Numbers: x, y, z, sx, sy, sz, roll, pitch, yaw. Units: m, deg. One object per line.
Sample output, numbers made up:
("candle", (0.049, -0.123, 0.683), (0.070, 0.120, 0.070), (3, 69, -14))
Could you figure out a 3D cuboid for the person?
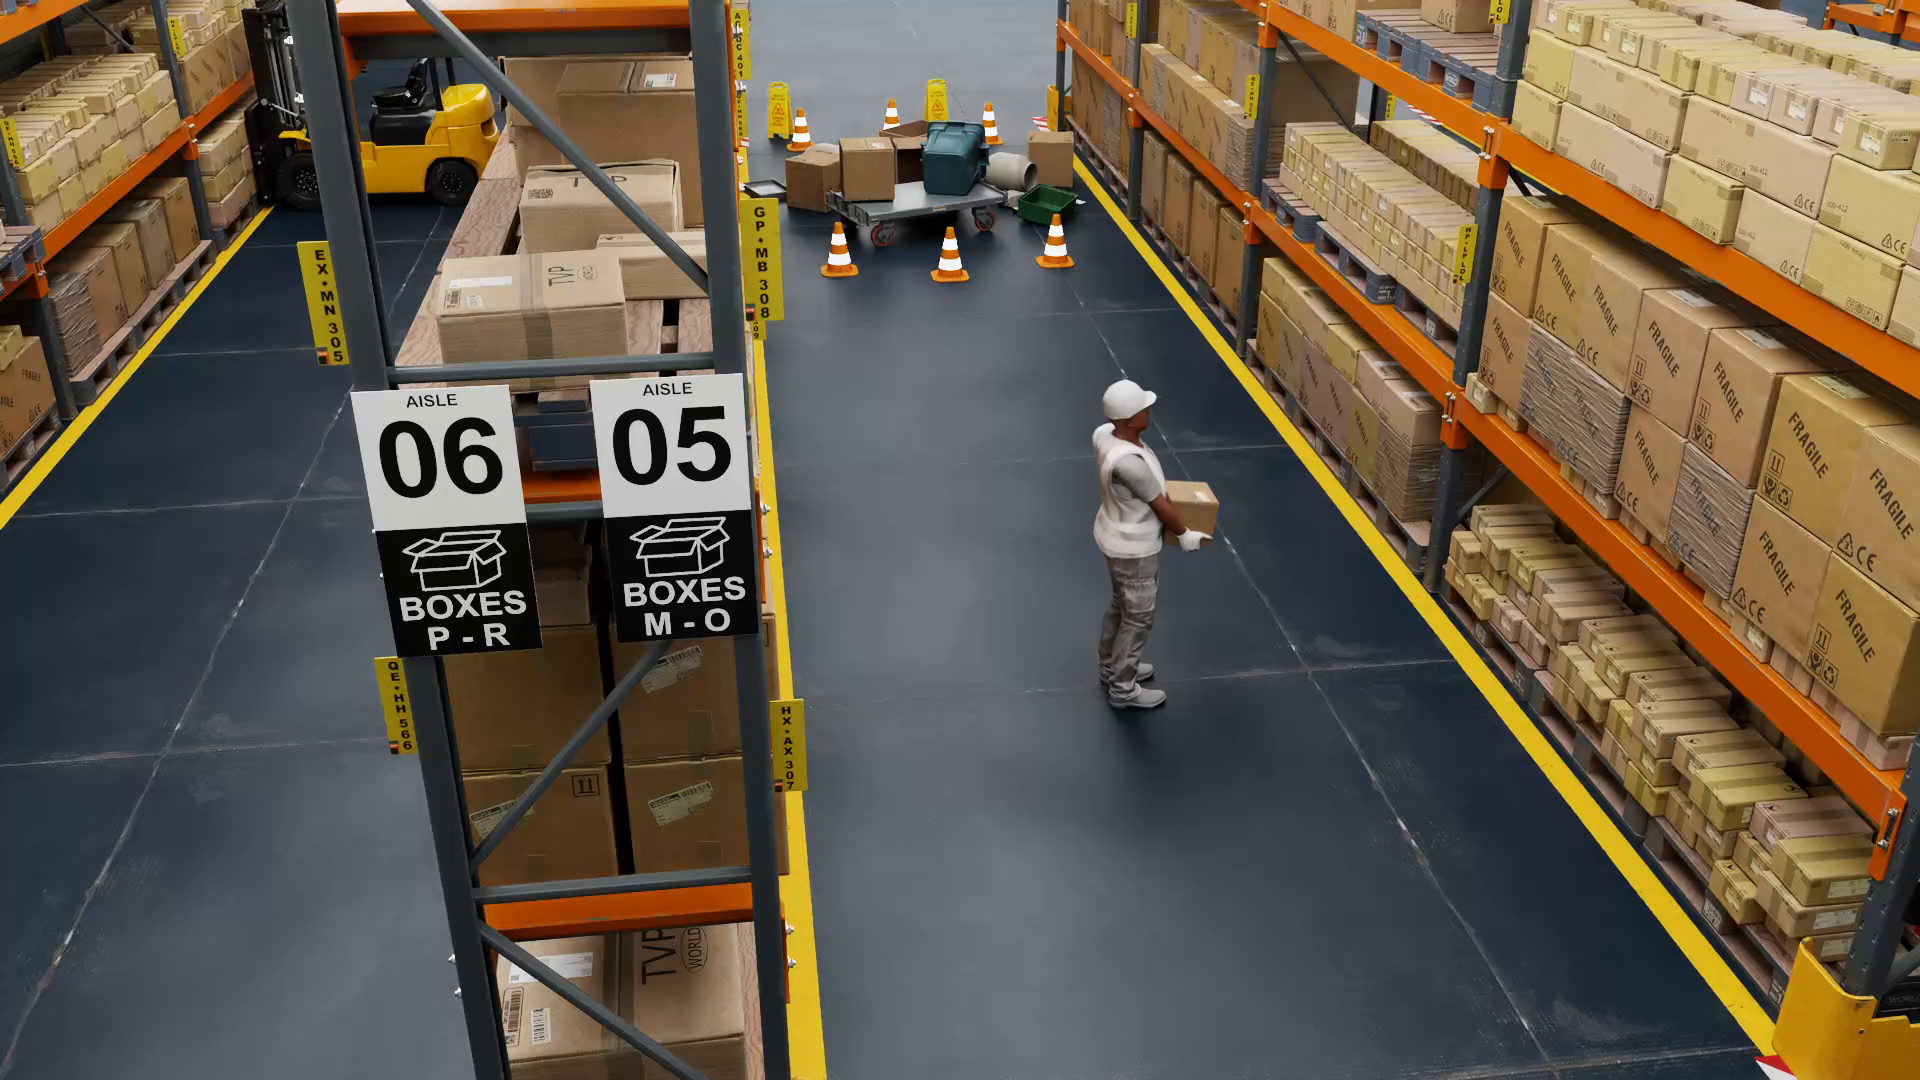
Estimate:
("person", (0.975, 0.008, 8.584), (0.584, 1.778, 0.487), (-3, 27, -6))
